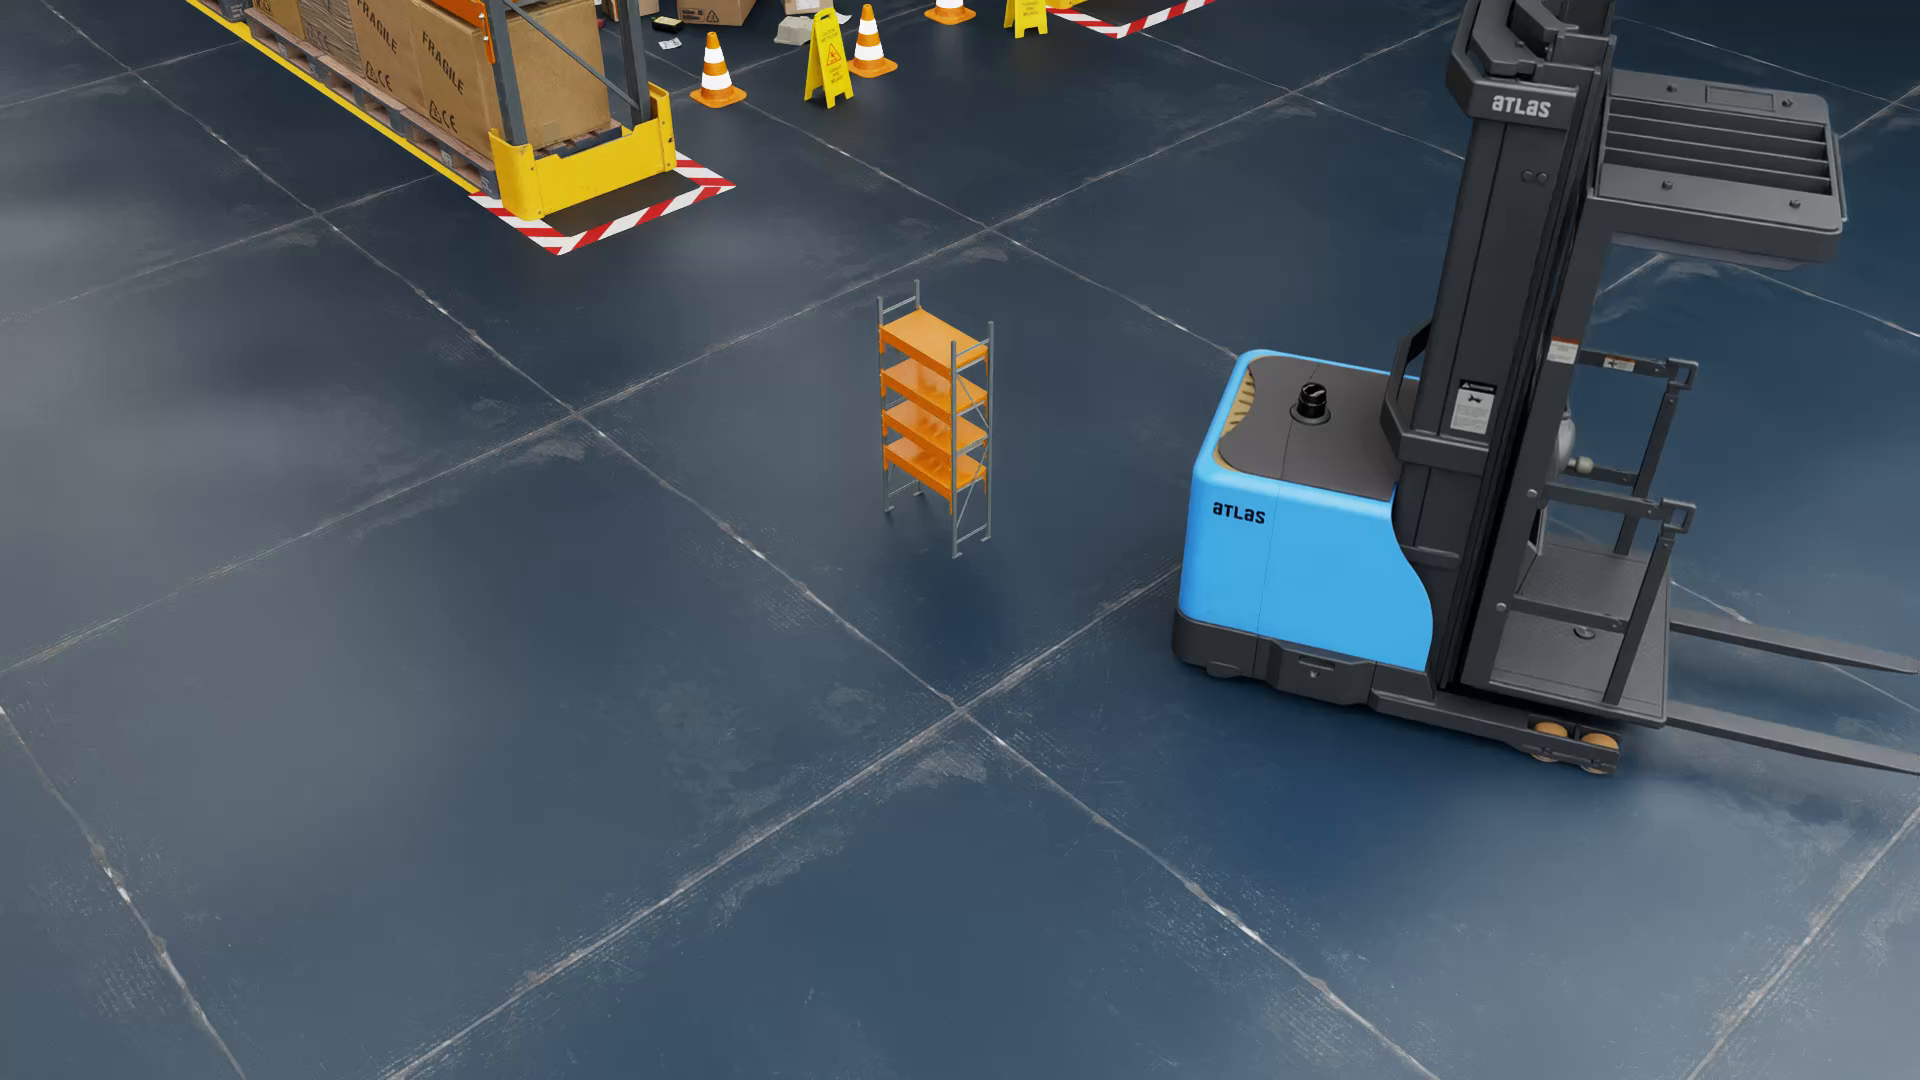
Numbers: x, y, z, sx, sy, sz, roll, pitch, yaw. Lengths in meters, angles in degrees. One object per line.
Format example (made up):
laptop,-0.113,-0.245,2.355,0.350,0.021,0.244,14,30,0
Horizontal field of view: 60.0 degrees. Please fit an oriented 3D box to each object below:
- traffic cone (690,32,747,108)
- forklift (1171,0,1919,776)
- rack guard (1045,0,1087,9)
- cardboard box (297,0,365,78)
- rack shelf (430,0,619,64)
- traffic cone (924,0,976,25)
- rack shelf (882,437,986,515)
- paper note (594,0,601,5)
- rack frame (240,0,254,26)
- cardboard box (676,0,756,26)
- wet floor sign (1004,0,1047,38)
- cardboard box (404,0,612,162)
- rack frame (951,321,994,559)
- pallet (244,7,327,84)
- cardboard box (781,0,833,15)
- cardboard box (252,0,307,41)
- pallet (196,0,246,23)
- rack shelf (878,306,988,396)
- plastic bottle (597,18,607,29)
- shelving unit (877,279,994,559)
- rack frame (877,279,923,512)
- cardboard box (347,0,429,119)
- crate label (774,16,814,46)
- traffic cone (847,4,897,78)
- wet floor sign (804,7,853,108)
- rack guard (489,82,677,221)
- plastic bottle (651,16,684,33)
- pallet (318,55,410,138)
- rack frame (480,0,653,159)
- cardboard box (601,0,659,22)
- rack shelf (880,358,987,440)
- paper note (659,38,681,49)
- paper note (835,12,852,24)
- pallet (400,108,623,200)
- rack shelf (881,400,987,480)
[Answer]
traffic cone,-1.727,-3.352,11.740,0.336,0.463,0.334,-30,48,-32
forklift,2.494,-0.567,6.327,3.031,2.935,1.130,13,41,15
rack guard,1.113,-4.702,13.382,1.175,0.500,0.348,-30,48,-32
cardboard box,-4.133,-3.941,11.807,0.875,0.875,0.875,-30,47,-31
rack shelf,-3.766,-4.135,11.263,1.077,0.370,4.000,-30,48,-32
traffic cone,-0.077,-4.304,12.918,0.336,0.463,0.334,-30,48,-32
rack shelf,-0.112,-0.337,7.843,0.258,0.148,0.480,-30,48,-32
paper note,-2.853,-4.332,13.303,0.172,0.023,0.155,-15,41,-17
rack frame,-5.119,-5.341,12.183,1.000,3.000,0.127,-30,48,-32
cardboard box,-1.889,-4.406,13.012,0.637,0.503,0.797,5,39,6
wet floor sign,0.505,-4.181,12.621,0.267,0.644,0.232,-15,41,-17
cardboard box,-2.921,-3.112,10.780,0.875,0.875,0.875,-30,47,-32
rack frame,0.053,-0.430,7.536,0.240,1.200,0.015,-30,48,-32
pallet,-4.662,-3.871,12.582,1.003,0.211,1.213,-30,48,-32
cardboard box,-1.210,-4.279,13.137,0.380,0.149,0.250,-8,40,-10
cardboard box,-4.745,-4.357,12.322,0.875,0.875,0.875,-29,47,-31
pallet,-5.696,-4.581,13.462,1.003,0.211,1.213,-30,48,-32
rack shelf,-0.112,-0.849,7.429,0.258,0.148,0.480,-30,48,-32
plastic bottle,-2.853,-3.969,12.823,0.133,0.061,0.283,18,42,21
shelving unit,-0.112,-0.543,7.676,0.258,1.200,0.503,-30,48,-32
rack frame,-0.277,-0.656,7.816,0.240,1.200,0.015,-30,48,-32
cardboard box,-3.518,-3.518,11.284,0.875,0.875,0.875,-31,48,-32
crate label,-1.242,-3.885,12.660,0.298,0.136,0.250,11,40,13
traffic cone,-0.664,-3.675,12.139,0.336,0.463,0.334,-30,48,-32
wet floor sign,-0.936,-3.402,11.656,0.232,0.644,0.267,26,45,28
rack guard,-2.397,-2.506,10.663,1.175,0.500,0.348,-30,48,-32
plastic bottle,-2.283,-3.986,12.845,0.283,0.061,0.133,18,42,21
pallet,-3.833,-3.306,11.883,1.003,0.211,1.213,-30,48,-32
rack frame,-2.414,-3.489,9.891,1.000,3.000,0.127,-30,48,-32
cardboard box,-2.600,-4.264,13.026,0.396,0.266,0.258,-22,44,-25
rack shelf,-0.112,-0.665,7.577,0.258,0.148,0.480,-30,48,-32
paper note,-2.195,-3.762,12.592,0.144,0.017,0.142,-15,41,-17
paper note,-0.941,-4.076,12.981,0.142,0.019,0.148,18,42,21
pallet,-3.012,-2.741,11.184,1.003,0.211,1.213,-30,48,-32
rack shelf,-0.112,-0.491,7.718,0.258,0.148,0.480,-30,48,-32
